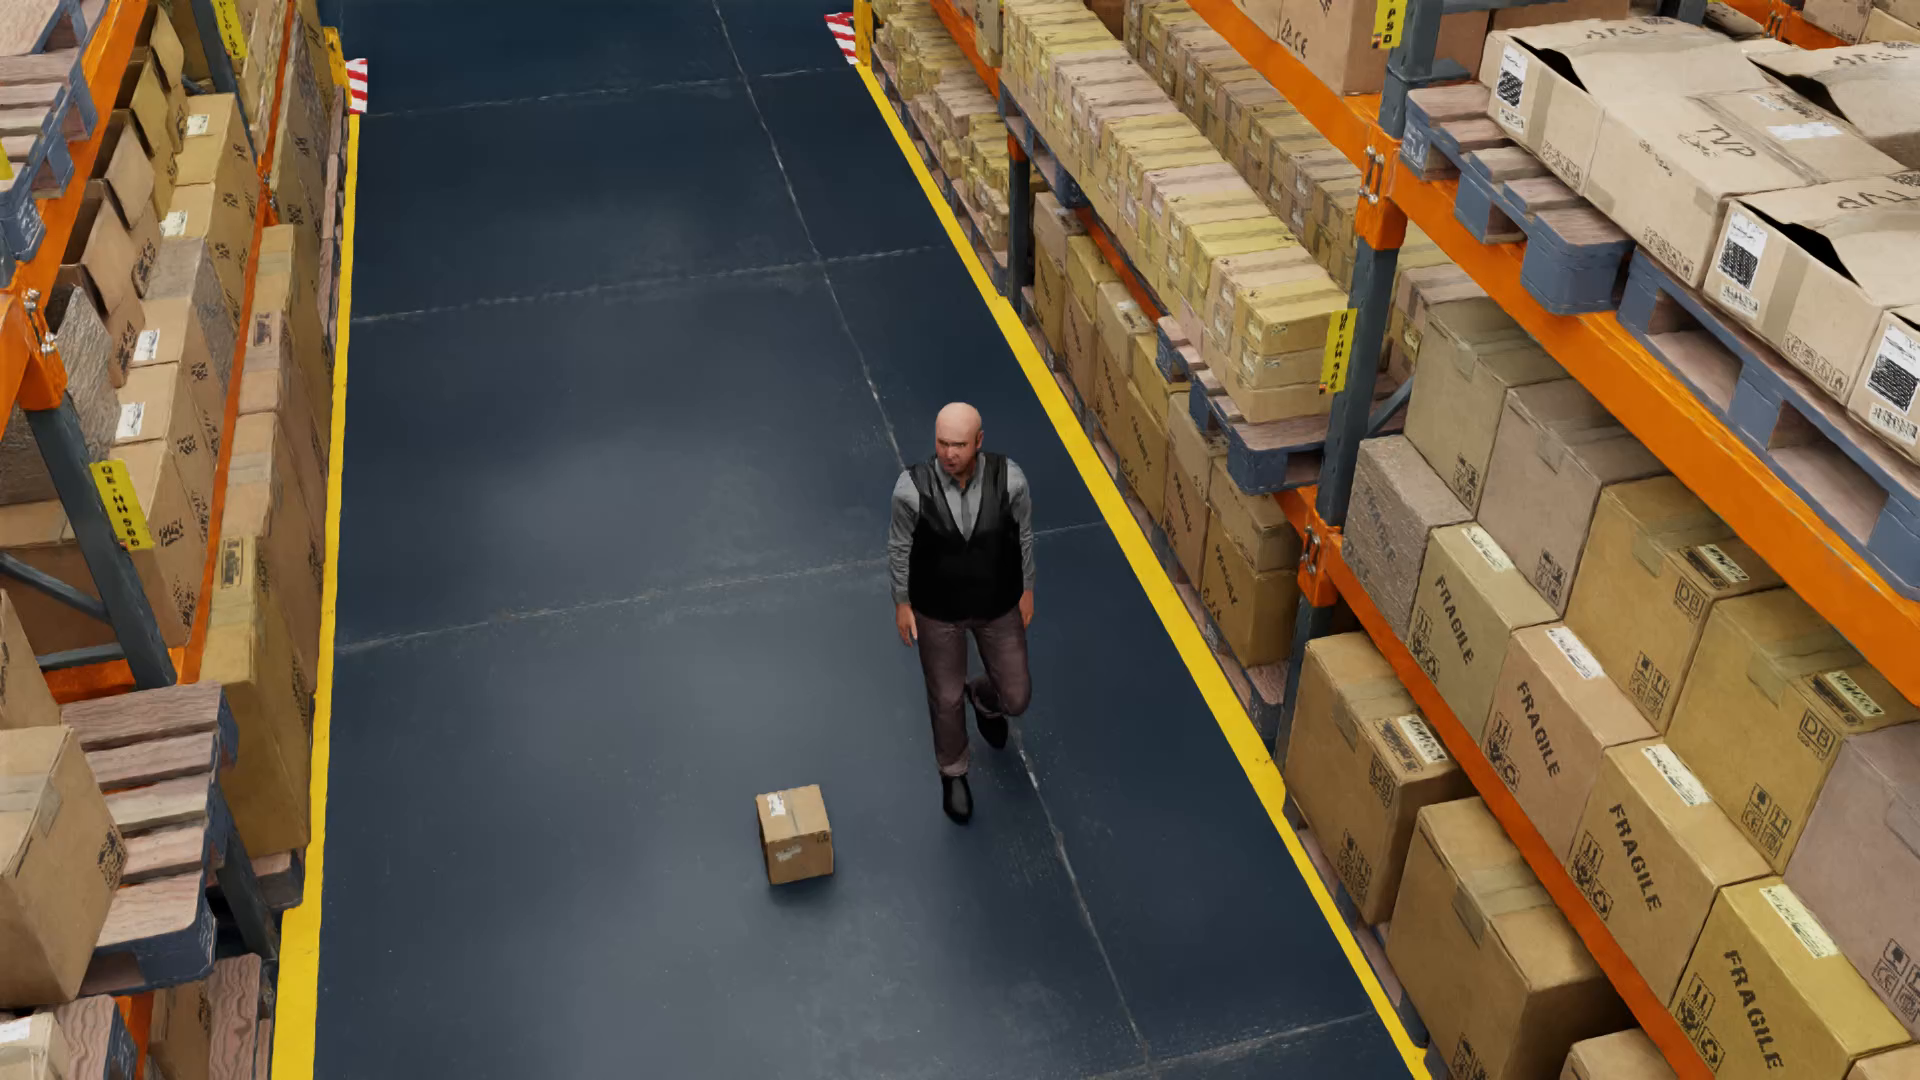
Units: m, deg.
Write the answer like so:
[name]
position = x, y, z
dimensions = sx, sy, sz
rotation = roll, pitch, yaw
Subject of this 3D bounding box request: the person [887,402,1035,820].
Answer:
[person]
position = 0.021, 0.283, 6.365
dimensions = 0.563, 1.715, 0.572
rotation = -5, 38, -6
